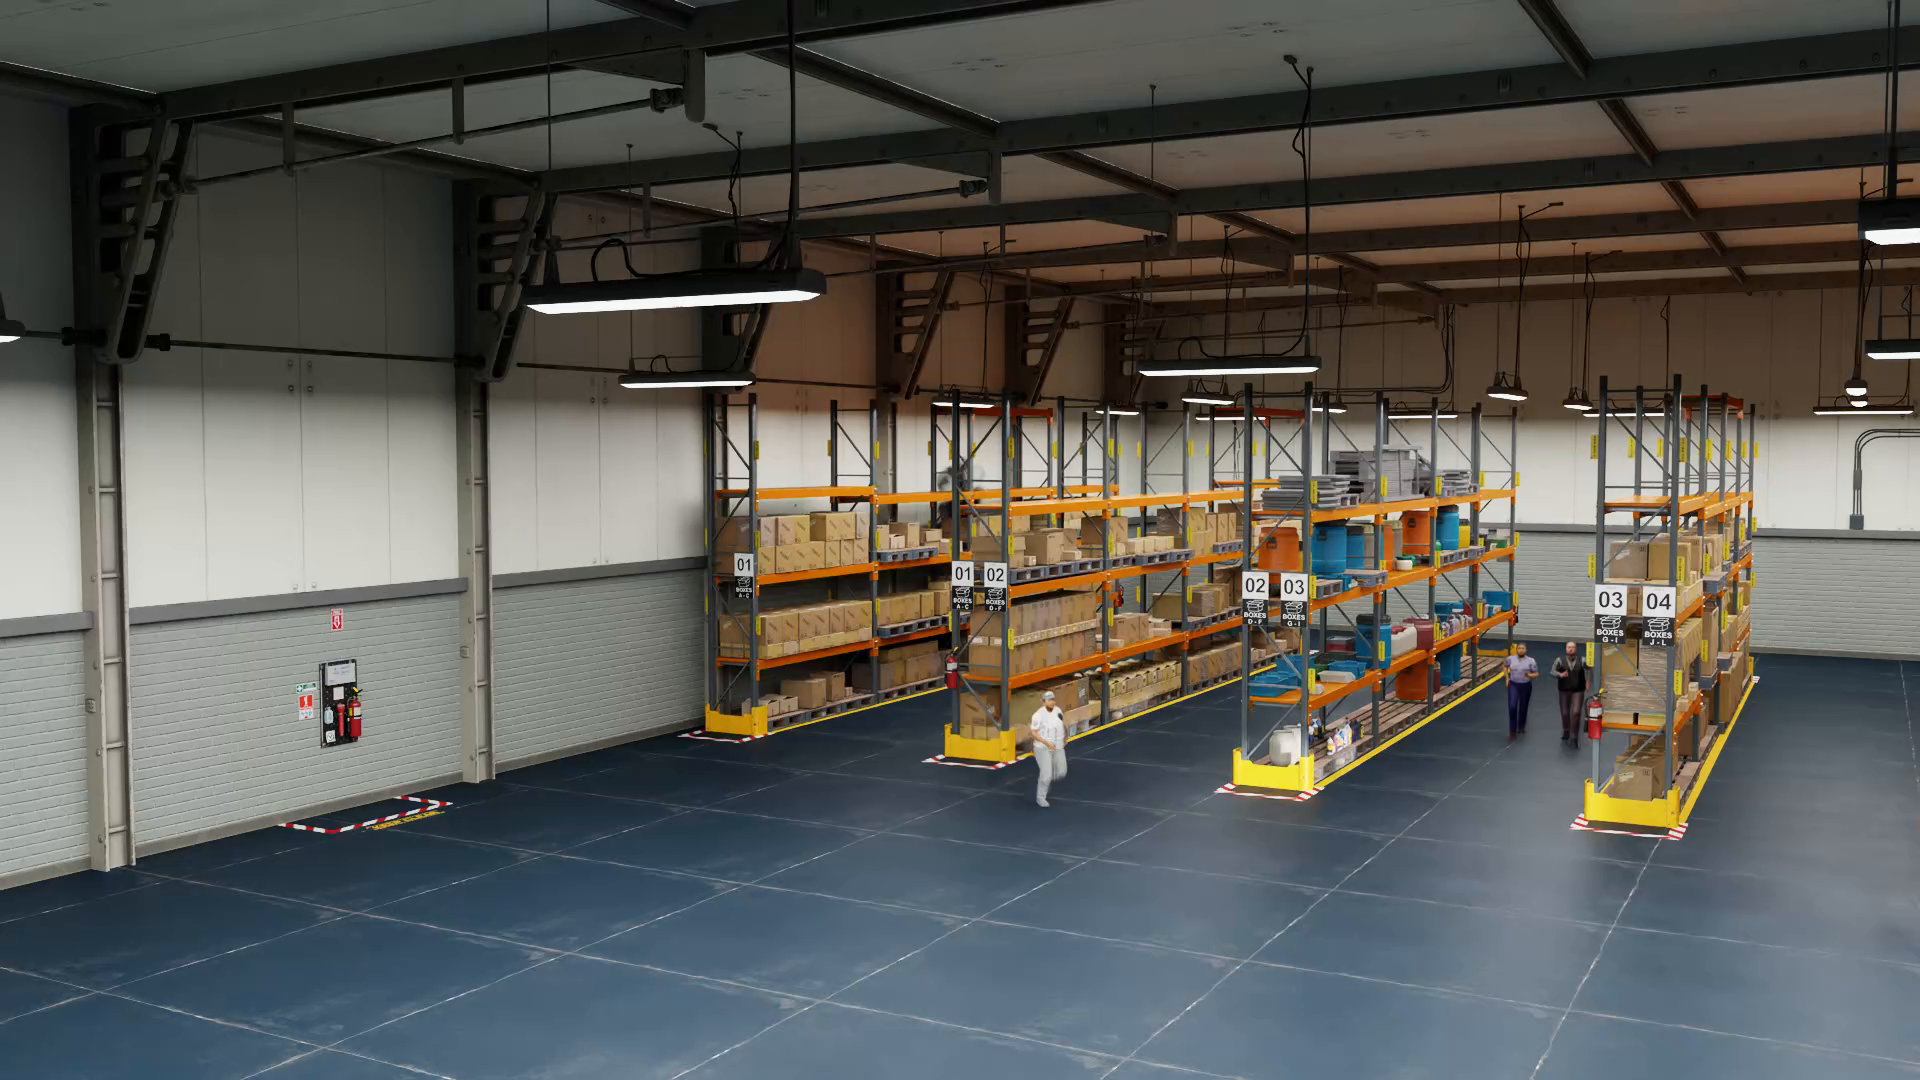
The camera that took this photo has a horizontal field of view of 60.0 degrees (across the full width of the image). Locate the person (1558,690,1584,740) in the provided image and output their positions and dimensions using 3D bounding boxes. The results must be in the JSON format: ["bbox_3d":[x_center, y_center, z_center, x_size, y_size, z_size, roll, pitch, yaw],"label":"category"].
[{"bbox_3d":[10.384,2.894,28.255,0.413,0.919,0.706,1,3,24],"label":"person"}]

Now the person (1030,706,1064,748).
[{"bbox_3d":[1.258,2.615,23.404,0.591,0.584,0.350,-2,3,-28],"label":"person"}]

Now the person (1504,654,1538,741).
[{"bbox_3d":[9.749,2.725,28.936,0.563,1.515,0.742,1,3,16],"label":"person"}]
